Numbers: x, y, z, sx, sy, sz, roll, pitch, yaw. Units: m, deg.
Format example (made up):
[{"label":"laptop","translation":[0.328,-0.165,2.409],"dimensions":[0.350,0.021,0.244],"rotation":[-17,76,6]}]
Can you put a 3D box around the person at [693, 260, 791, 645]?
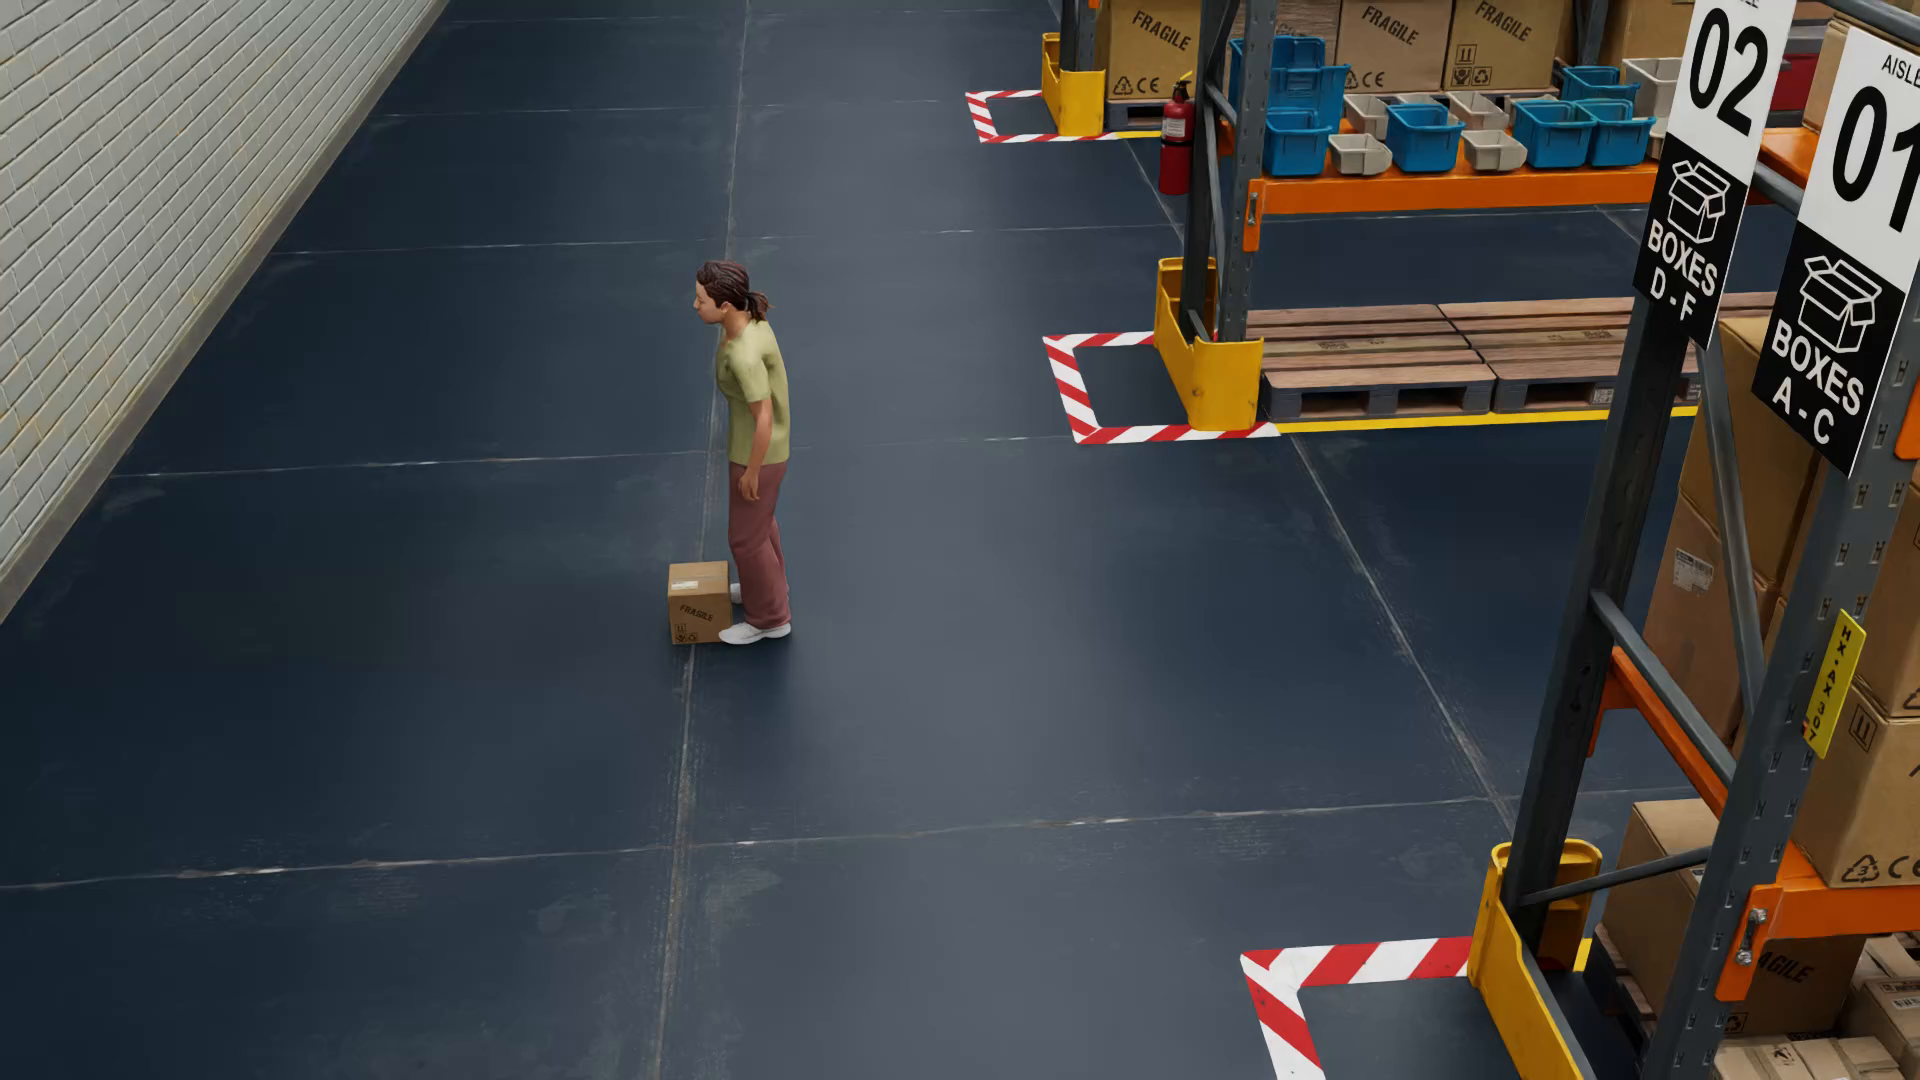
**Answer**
[{"label":"person","translation":[-0.859,-0.354,6.722],"dimensions":[0.359,1.669,0.521],"rotation":[-4,31,-7]}]
